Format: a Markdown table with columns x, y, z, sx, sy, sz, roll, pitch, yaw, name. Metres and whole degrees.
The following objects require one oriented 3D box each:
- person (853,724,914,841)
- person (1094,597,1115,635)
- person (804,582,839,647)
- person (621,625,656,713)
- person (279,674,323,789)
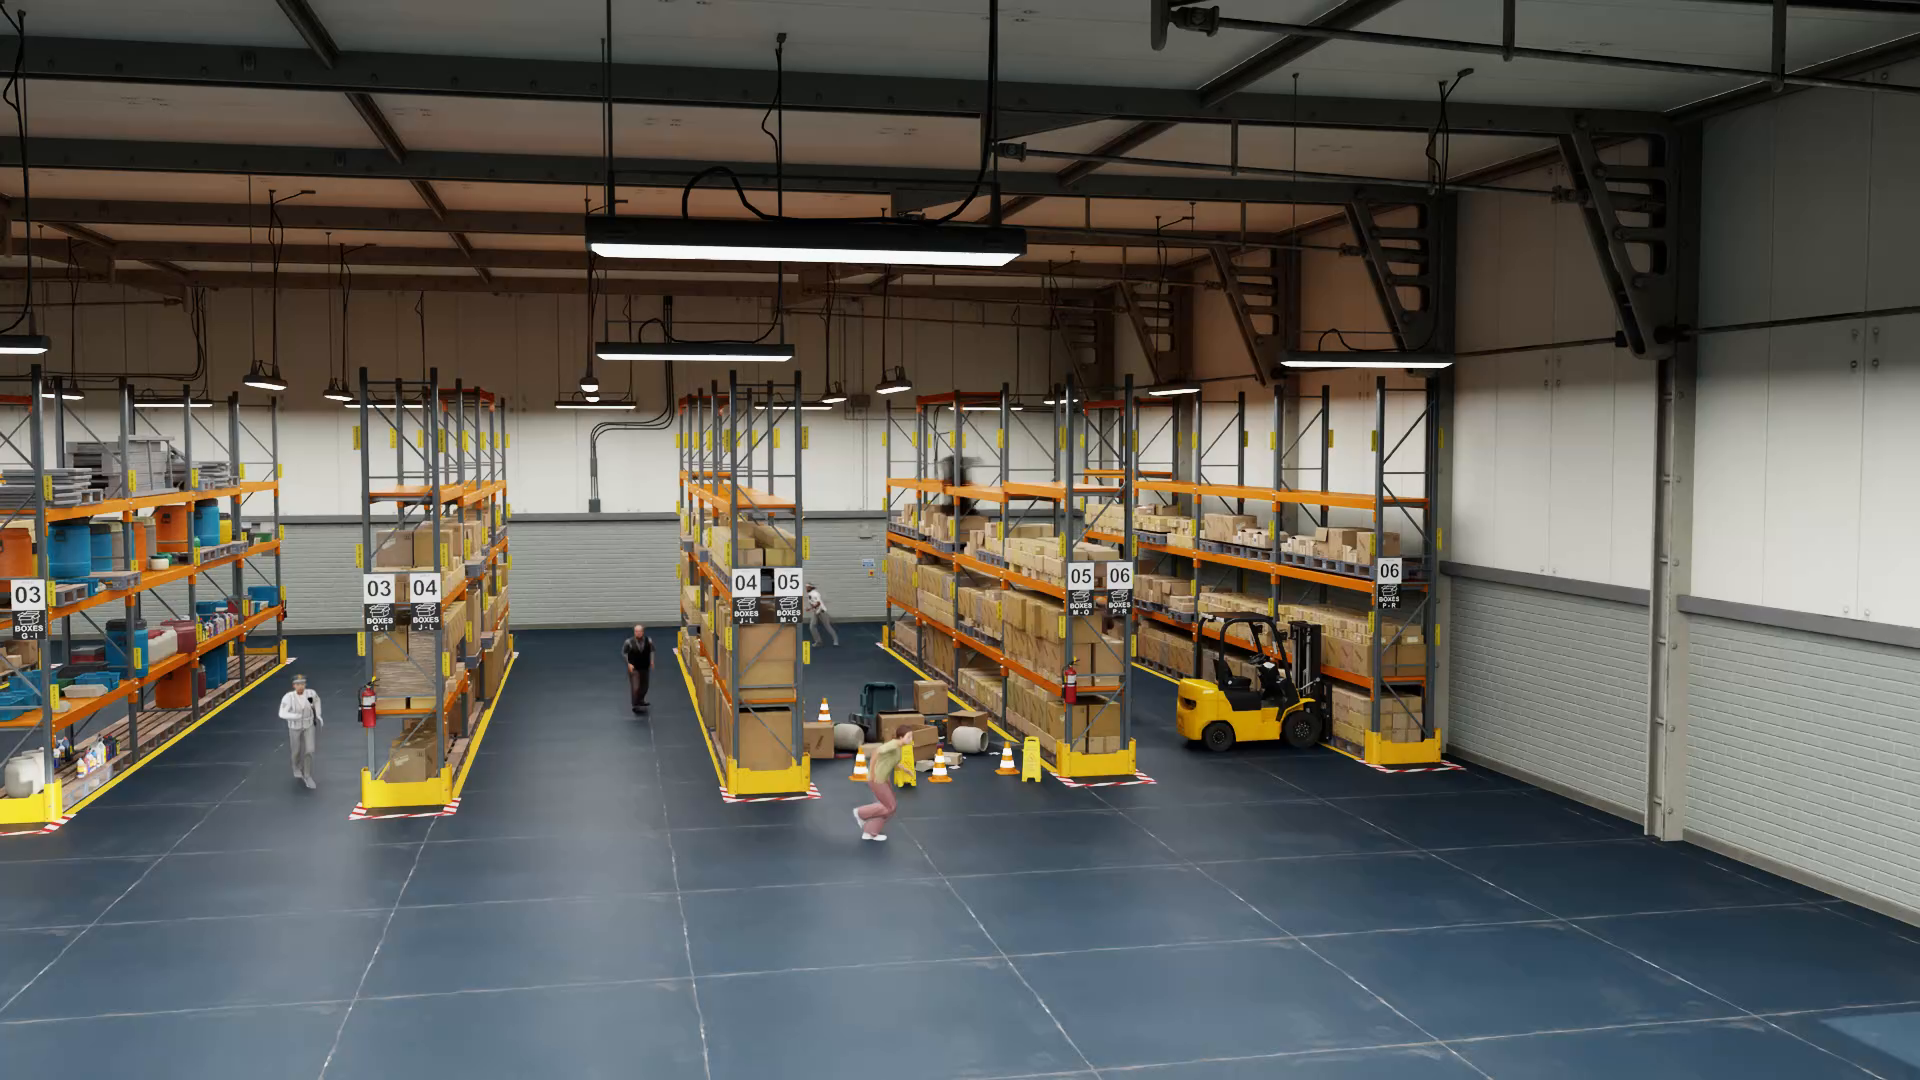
| x | y | z | sx | sy | sz | roll | pitch | yaw | name |
| --- | --- | --- | --- | --- | --- | --- | --- | --- | --- |
| -0.969 | 3.033 | 20.755 | 0.785 | 1.489 | 0.600 | 1 | 4 | 16 | person |
| 2.621 | 1.978 | 31.666 | 0.703 | 1.813 | 1.014 | -1 | 4 | -17 | person |
| -3.402 | 1.809 | 40.513 | 0.863 | 1.606 | 0.640 | -2 | 4 | -28 | person |
| -5.940 | 2.362 | 30.691 | 0.669 | 1.635 | 0.854 | -2 | 4 | -33 | person |
| -9.571 | 2.745 | 24.168 | 0.599 | 1.663 | 0.942 | -2 | 4 | -24 | person |
